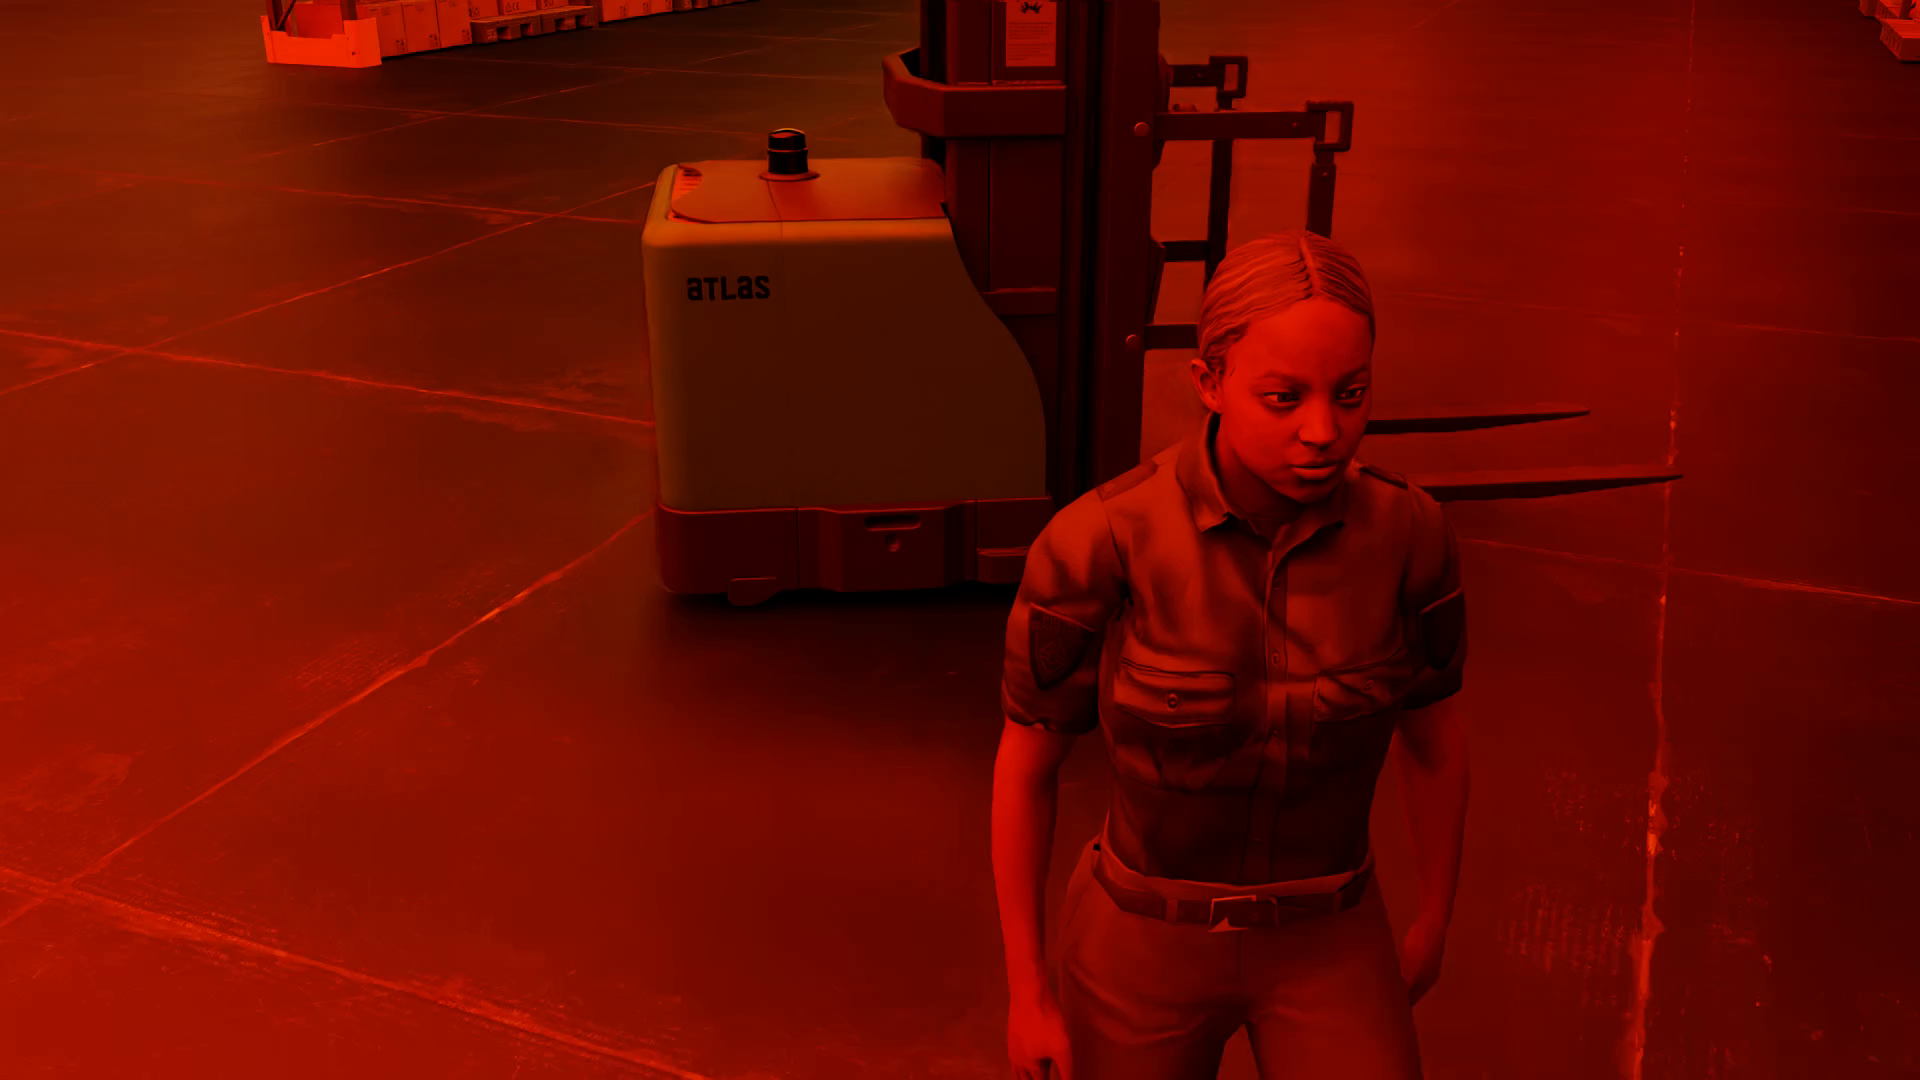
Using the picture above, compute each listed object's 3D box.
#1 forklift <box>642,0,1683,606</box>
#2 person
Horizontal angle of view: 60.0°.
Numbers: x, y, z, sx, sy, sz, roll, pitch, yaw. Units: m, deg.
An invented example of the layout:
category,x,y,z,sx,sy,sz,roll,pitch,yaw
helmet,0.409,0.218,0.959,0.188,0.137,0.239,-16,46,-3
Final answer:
category,x,y,z,sx,sy,sz,roll,pitch,yaw
forklift,0.627,-1.401,4.644,3.031,2.935,1.130,-3,23,-6
person,0.317,0.509,1.840,0.563,1.704,0.529,-1,23,-3
